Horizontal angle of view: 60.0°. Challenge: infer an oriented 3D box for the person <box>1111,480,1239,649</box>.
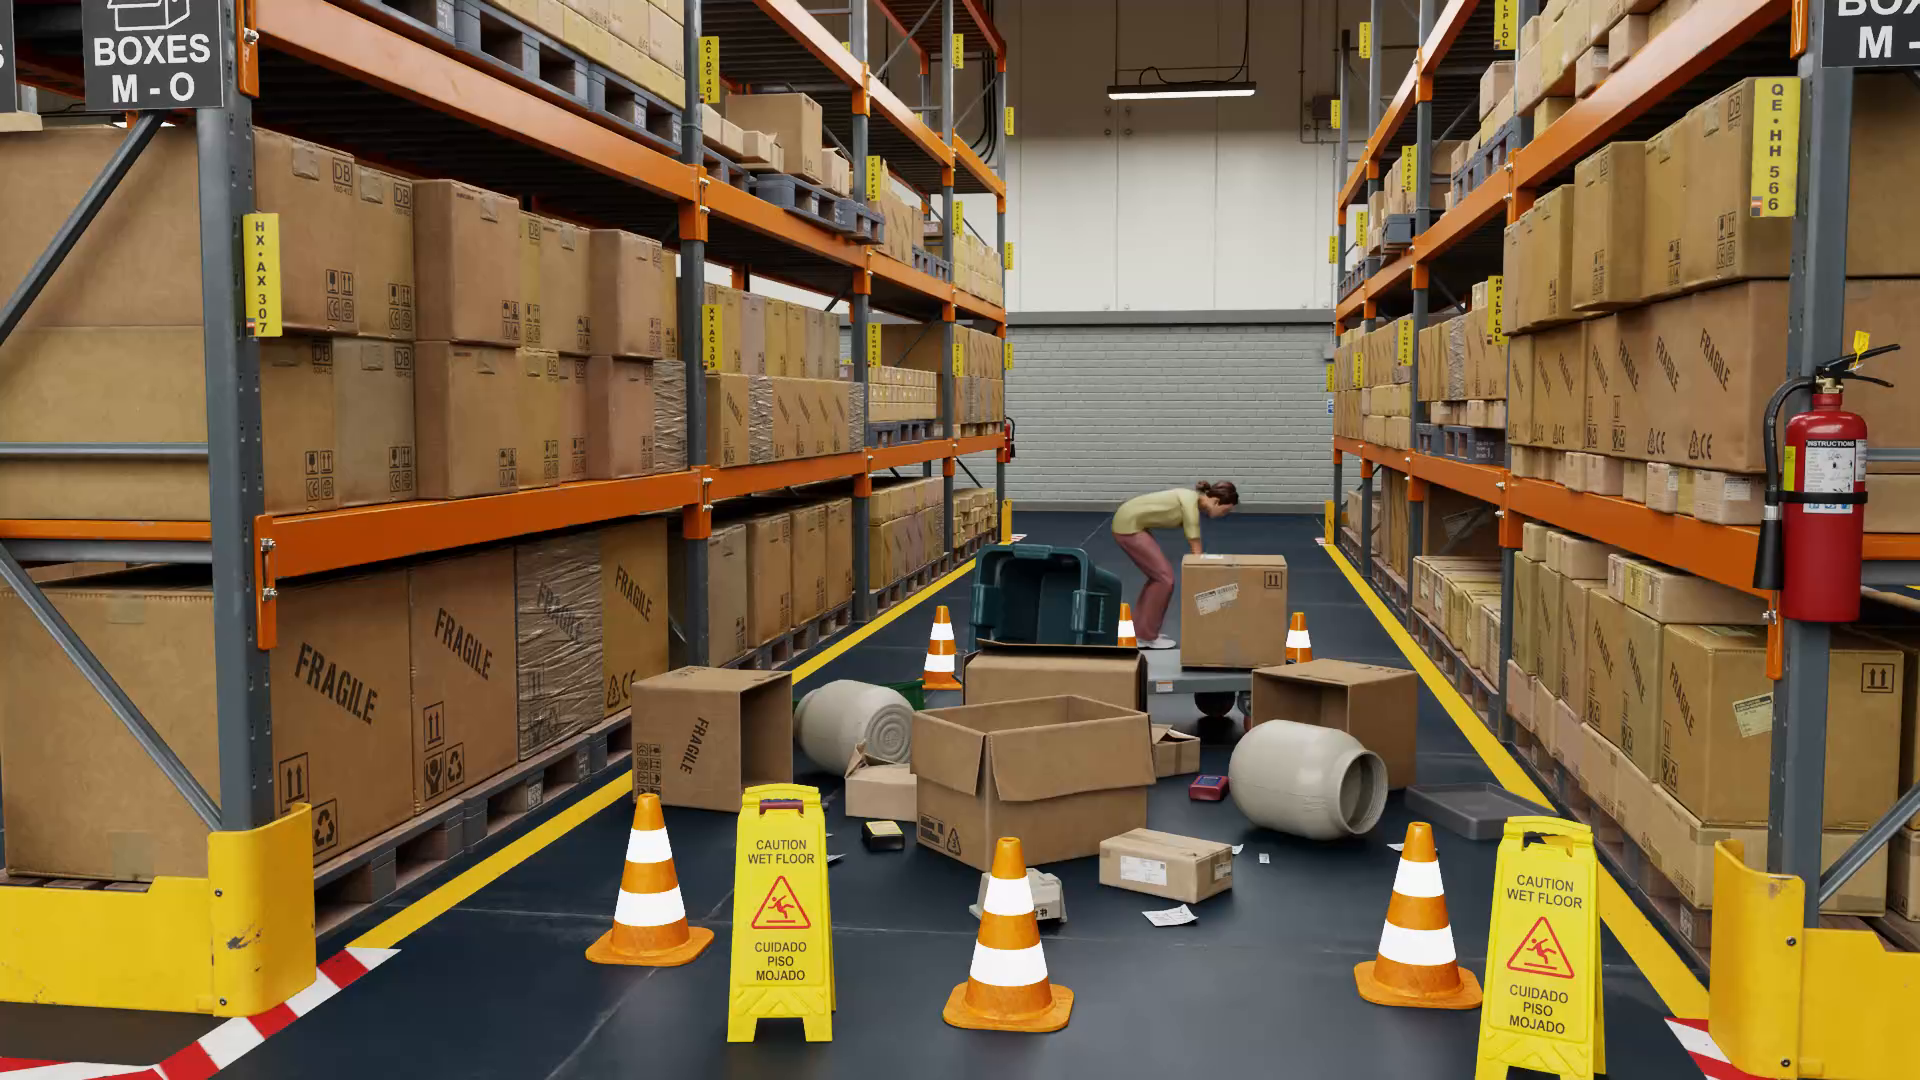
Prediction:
[{"bbox_3d":[1.449,0.156,11.259,0.853,1.143,0.440,0,5,6],"label":"person"}]
